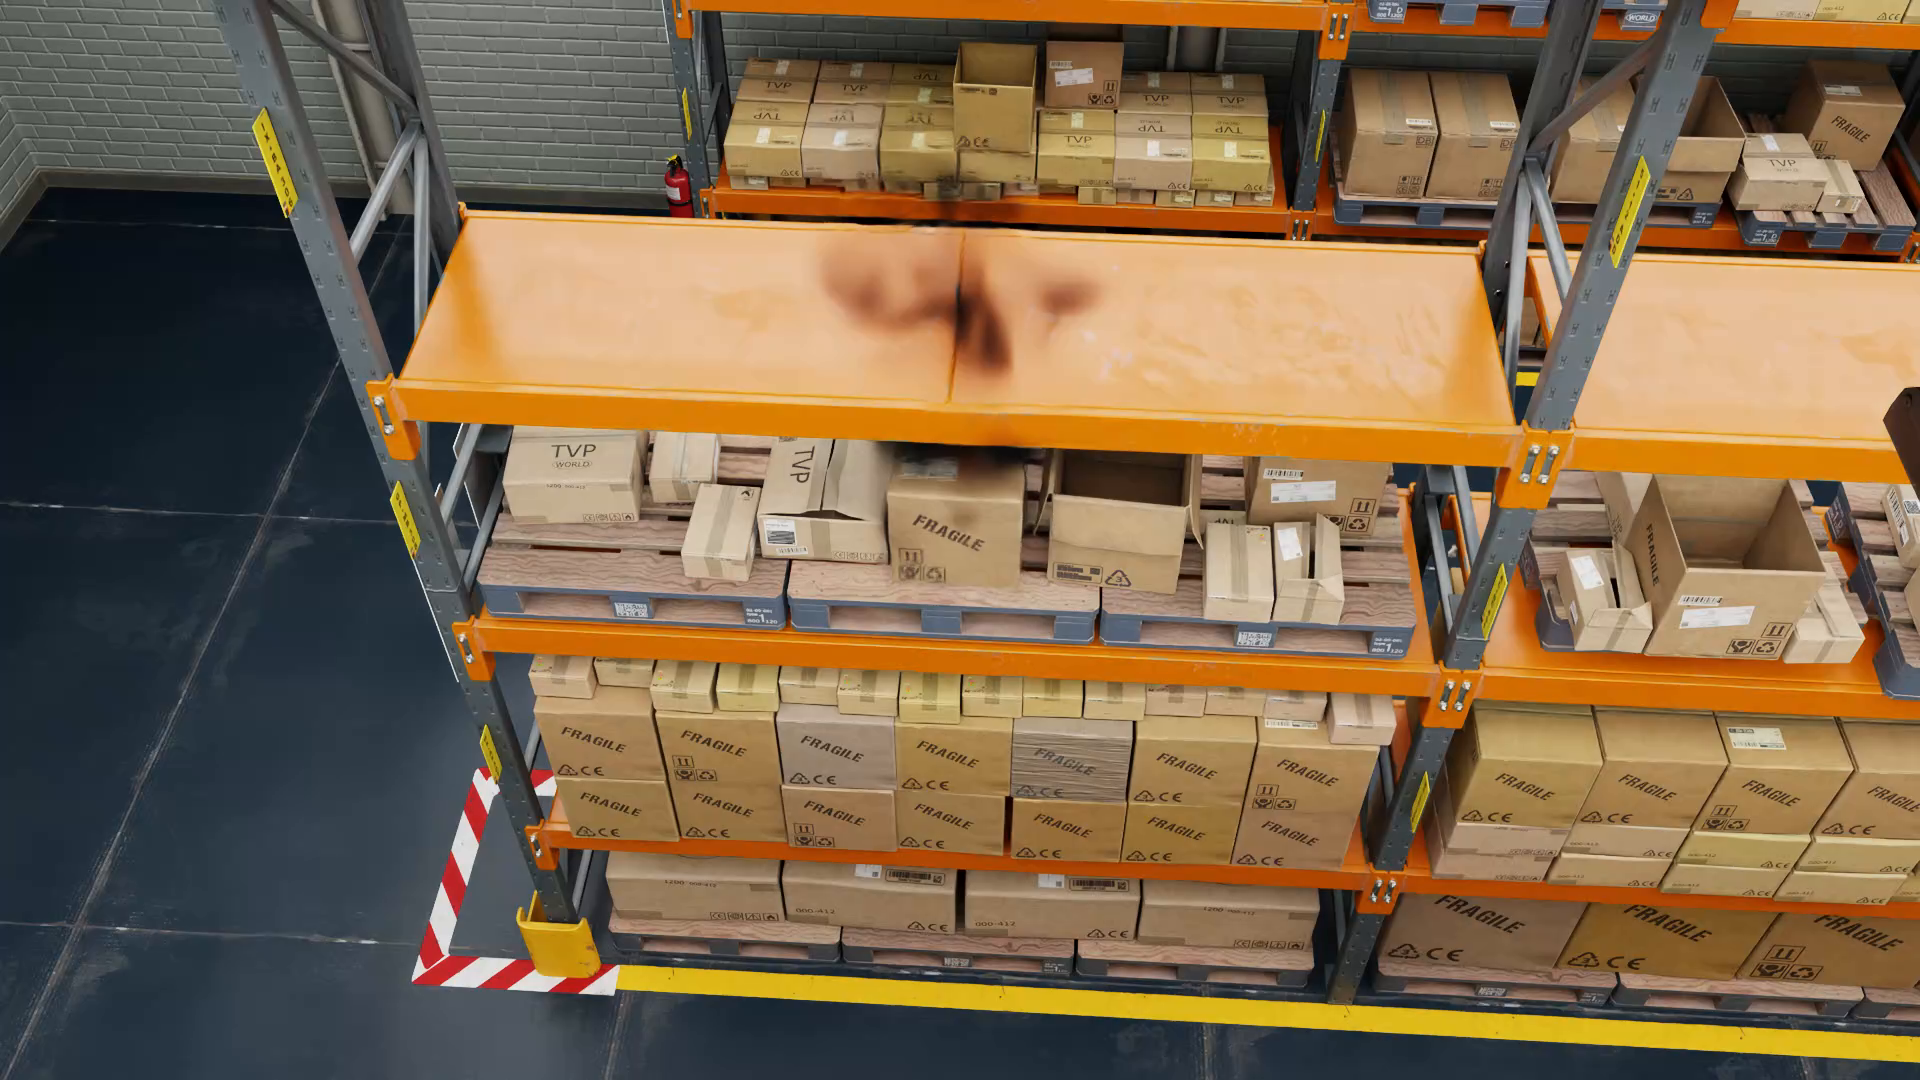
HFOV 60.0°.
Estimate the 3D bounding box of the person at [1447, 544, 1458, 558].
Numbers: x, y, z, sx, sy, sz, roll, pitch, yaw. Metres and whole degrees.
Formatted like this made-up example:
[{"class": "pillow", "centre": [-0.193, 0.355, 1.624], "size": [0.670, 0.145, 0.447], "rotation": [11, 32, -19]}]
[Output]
[{"class": "person", "centre": [3.076, 0.234, 9.420], "size": [0.642, 1.658, 0.615], "rotation": [-2, 48, -2]}]
